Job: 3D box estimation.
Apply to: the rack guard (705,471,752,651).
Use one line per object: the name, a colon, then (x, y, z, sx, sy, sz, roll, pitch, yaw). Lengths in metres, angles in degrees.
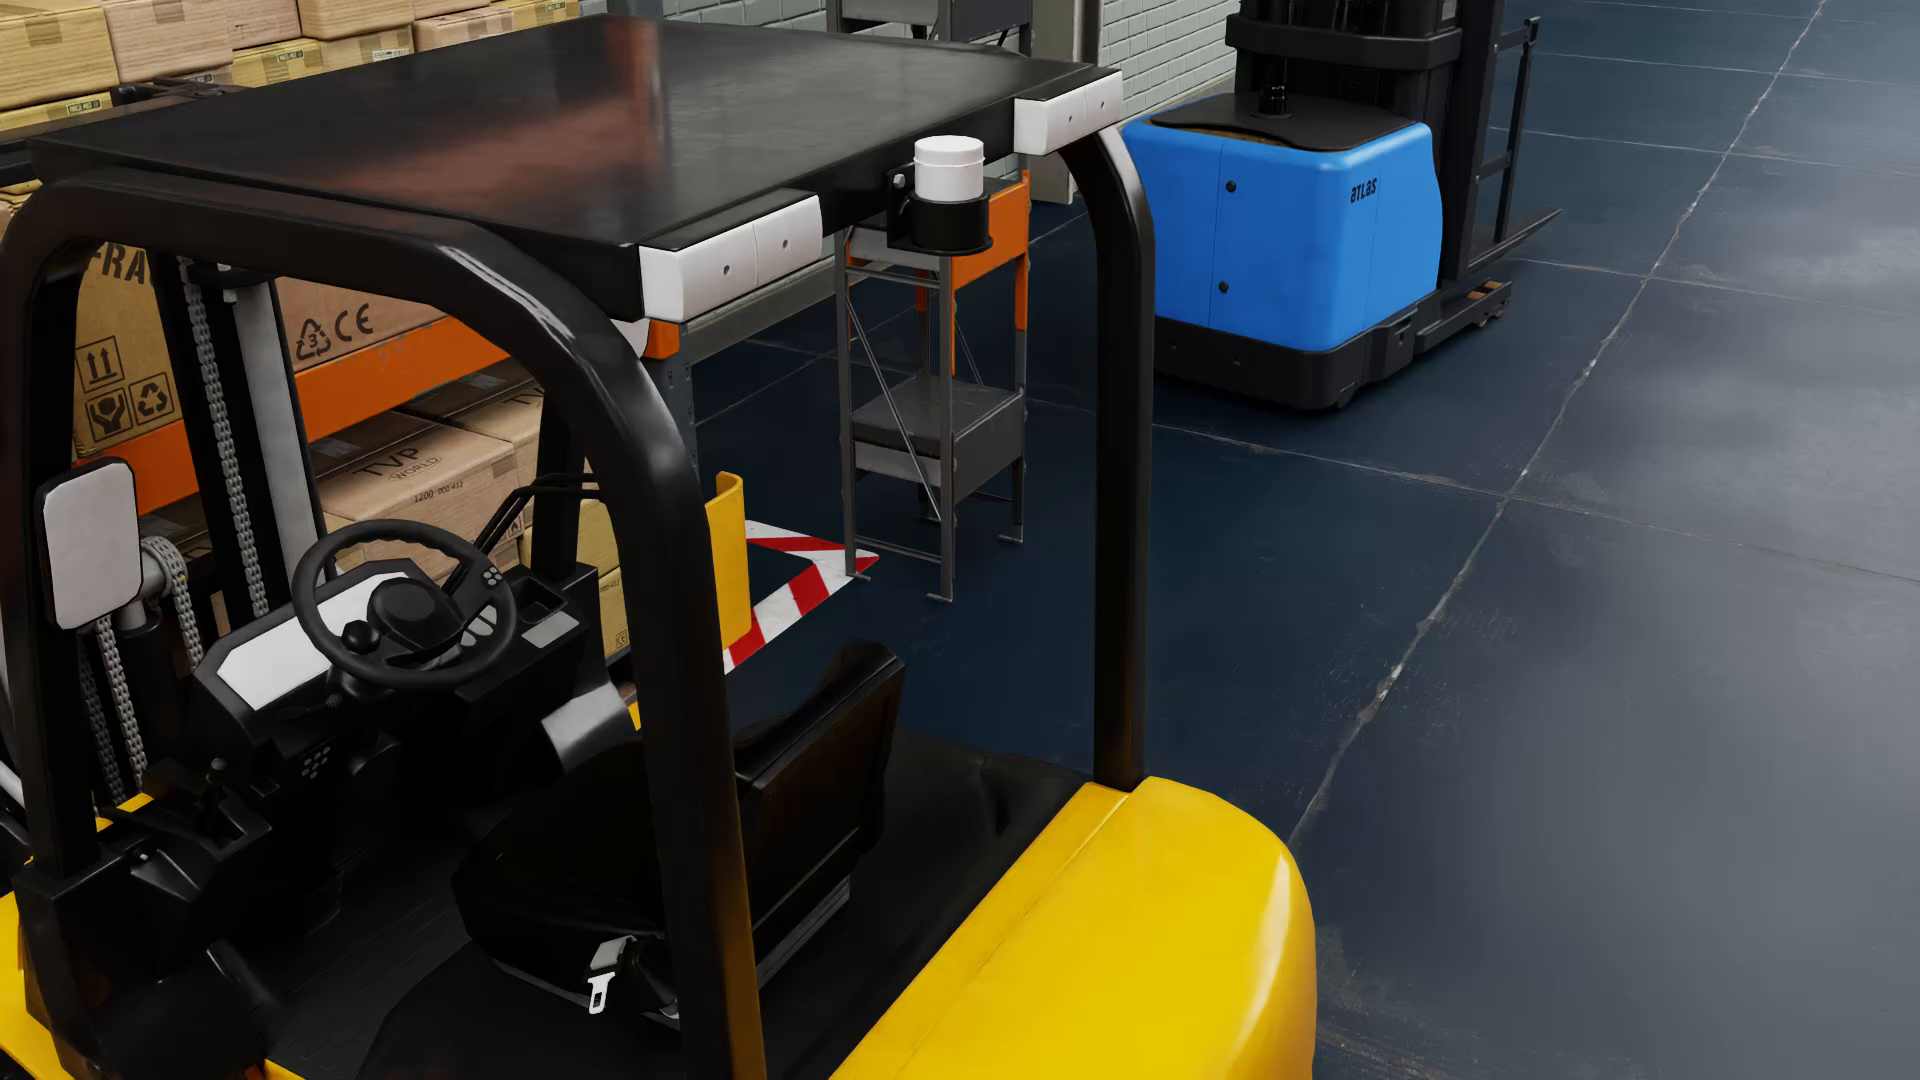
rack guard: (-1.222, -0.023, 5.237, 1.175, 0.500, 0.348, 14, 30, 26)

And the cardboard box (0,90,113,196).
cardboard box: (-1.770, -0.764, 3.089, 0.380, 0.149, 0.250, 14, 30, 26)

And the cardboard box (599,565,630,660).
cardboard box: (-1.189, 0.163, 4.675, 0.500, 0.250, 0.500, 14, 30, 26)

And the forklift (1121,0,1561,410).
forklift: (1.952, -2.420, 7.311, 1.130, 2.935, 3.031, 20, 33, 34)

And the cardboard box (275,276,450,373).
cardboard box: (-1.510, -0.726, 3.738, 0.500, 0.500, 0.500, 15, 30, 28)

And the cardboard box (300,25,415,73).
cardboard box: (-1.441, -1.075, 3.711, 0.380, 0.149, 0.250, 15, 30, 27)

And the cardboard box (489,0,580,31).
cardboard box: (-1.160, -1.269, 4.098, 0.380, 0.149, 0.250, 15, 30, 27)

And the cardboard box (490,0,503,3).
cardboard box: (-1.226, -1.413, 4.053, 0.380, 0.149, 0.250, 14, 30, 26)

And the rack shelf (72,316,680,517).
rack shelf: (-2.217, -0.030, 3.263, 1.077, 0.370, 4.000, 14, 30, 26)

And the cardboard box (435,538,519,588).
cardboard box: (-1.457, 0.139, 4.166, 0.500, 0.250, 0.500, 14, 30, 26)

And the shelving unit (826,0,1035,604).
shelving unit: (-0.081, -0.875, 5.151, 0.431, 2.100, 0.503, 14, 30, 26)

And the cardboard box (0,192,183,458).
cardboard box: (-1.762, -0.526, 3.339, 0.500, 0.500, 0.500, 14, 30, 25)

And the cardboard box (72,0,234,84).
cardboard box: (-1.644, -0.995, 3.219, 0.380, 0.149, 0.250, 15, 30, 27)

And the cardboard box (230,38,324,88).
cardboard box: (-1.573, -0.981, 3.523, 0.380, 0.149, 0.250, 14, 30, 26)

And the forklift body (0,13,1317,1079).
forklift body: (-0.578, 0.389, 2.570, 2.313, 2.155, 1.214, 14, 30, 26)

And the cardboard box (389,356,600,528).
cardboard box: (-1.188, -0.288, 4.461, 0.500, 0.250, 0.500, 15, 30, 28)

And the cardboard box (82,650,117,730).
cardboard box: (-1.930, 0.307, 3.272, 0.500, 0.250, 0.500, 14, 30, 25)

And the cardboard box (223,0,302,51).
cardboard box: (-1.613, -1.121, 3.471, 0.380, 0.149, 0.250, 14, 30, 26)

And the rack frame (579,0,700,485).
rack frame: (-1.233, -1.131, 4.659, 1.000, 3.000, 0.127, 14, 30, 26)

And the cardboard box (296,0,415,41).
cardboard box: (-1.426, -1.202, 3.632, 0.380, 0.149, 0.250, 15, 30, 27)

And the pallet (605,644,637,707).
pallet: (-1.573, 0.423, 4.669, 1.003, 0.211, 1.213, 14, 30, 26)

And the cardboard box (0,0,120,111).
cardboard box: (-1.767, -0.893, 3.015, 0.380, 0.149, 0.250, 15, 30, 27)

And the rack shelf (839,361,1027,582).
rack shelf: (-0.081, -0.236, 5.471, 0.431, 0.518, 0.480, 14, 30, 26)

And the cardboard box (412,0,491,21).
cardboard box: (-1.320, -1.310, 3.847, 0.380, 0.149, 0.250, 14, 30, 26)

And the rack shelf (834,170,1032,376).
rack shelf: (-0.081, -0.862, 5.157, 0.431, 0.518, 0.480, 14, 30, 26)

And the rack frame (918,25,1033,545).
rack frame: (0.039, -0.970, 5.341, 0.400, 2.100, 0.015, 14, 30, 26)

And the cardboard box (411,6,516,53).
cardboard box: (-1.260, -1.163, 3.886, 0.380, 0.149, 0.250, 15, 30, 27)

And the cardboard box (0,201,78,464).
cardboard box: (-2.000, -0.328, 2.943, 0.500, 0.500, 0.500, 14, 30, 26)

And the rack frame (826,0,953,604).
rack frame: (-0.201, -0.779, 4.961, 0.400, 2.100, 0.015, 14, 30, 26)

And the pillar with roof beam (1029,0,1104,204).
pillar with roof beam: (4.339, -5.131, 5.948, 9.100, 9.000, 0.400, 14, 30, 26)

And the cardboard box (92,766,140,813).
cardboard box: (-1.942, 0.539, 3.367, 0.500, 0.250, 0.500, 14, 30, 26)

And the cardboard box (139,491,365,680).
cardboard box: (-1.674, 0.111, 3.663, 0.500, 0.250, 0.500, 15, 30, 27)

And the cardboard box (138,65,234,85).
cardboard box: (-1.663, -0.867, 3.294, 0.380, 0.149, 0.250, 13, 29, 24)

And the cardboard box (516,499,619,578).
cardboard box: (-1.201, -0.054, 4.552, 0.500, 0.250, 0.500, 14, 30, 25)

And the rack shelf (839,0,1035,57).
rack shelf: (-0.081, -1.488, 4.844, 0.431, 0.518, 0.480, 14, 30, 26)

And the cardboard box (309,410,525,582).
cardboard box: (-1.434, -0.088, 4.061, 0.500, 0.250, 0.500, 15, 30, 27)
